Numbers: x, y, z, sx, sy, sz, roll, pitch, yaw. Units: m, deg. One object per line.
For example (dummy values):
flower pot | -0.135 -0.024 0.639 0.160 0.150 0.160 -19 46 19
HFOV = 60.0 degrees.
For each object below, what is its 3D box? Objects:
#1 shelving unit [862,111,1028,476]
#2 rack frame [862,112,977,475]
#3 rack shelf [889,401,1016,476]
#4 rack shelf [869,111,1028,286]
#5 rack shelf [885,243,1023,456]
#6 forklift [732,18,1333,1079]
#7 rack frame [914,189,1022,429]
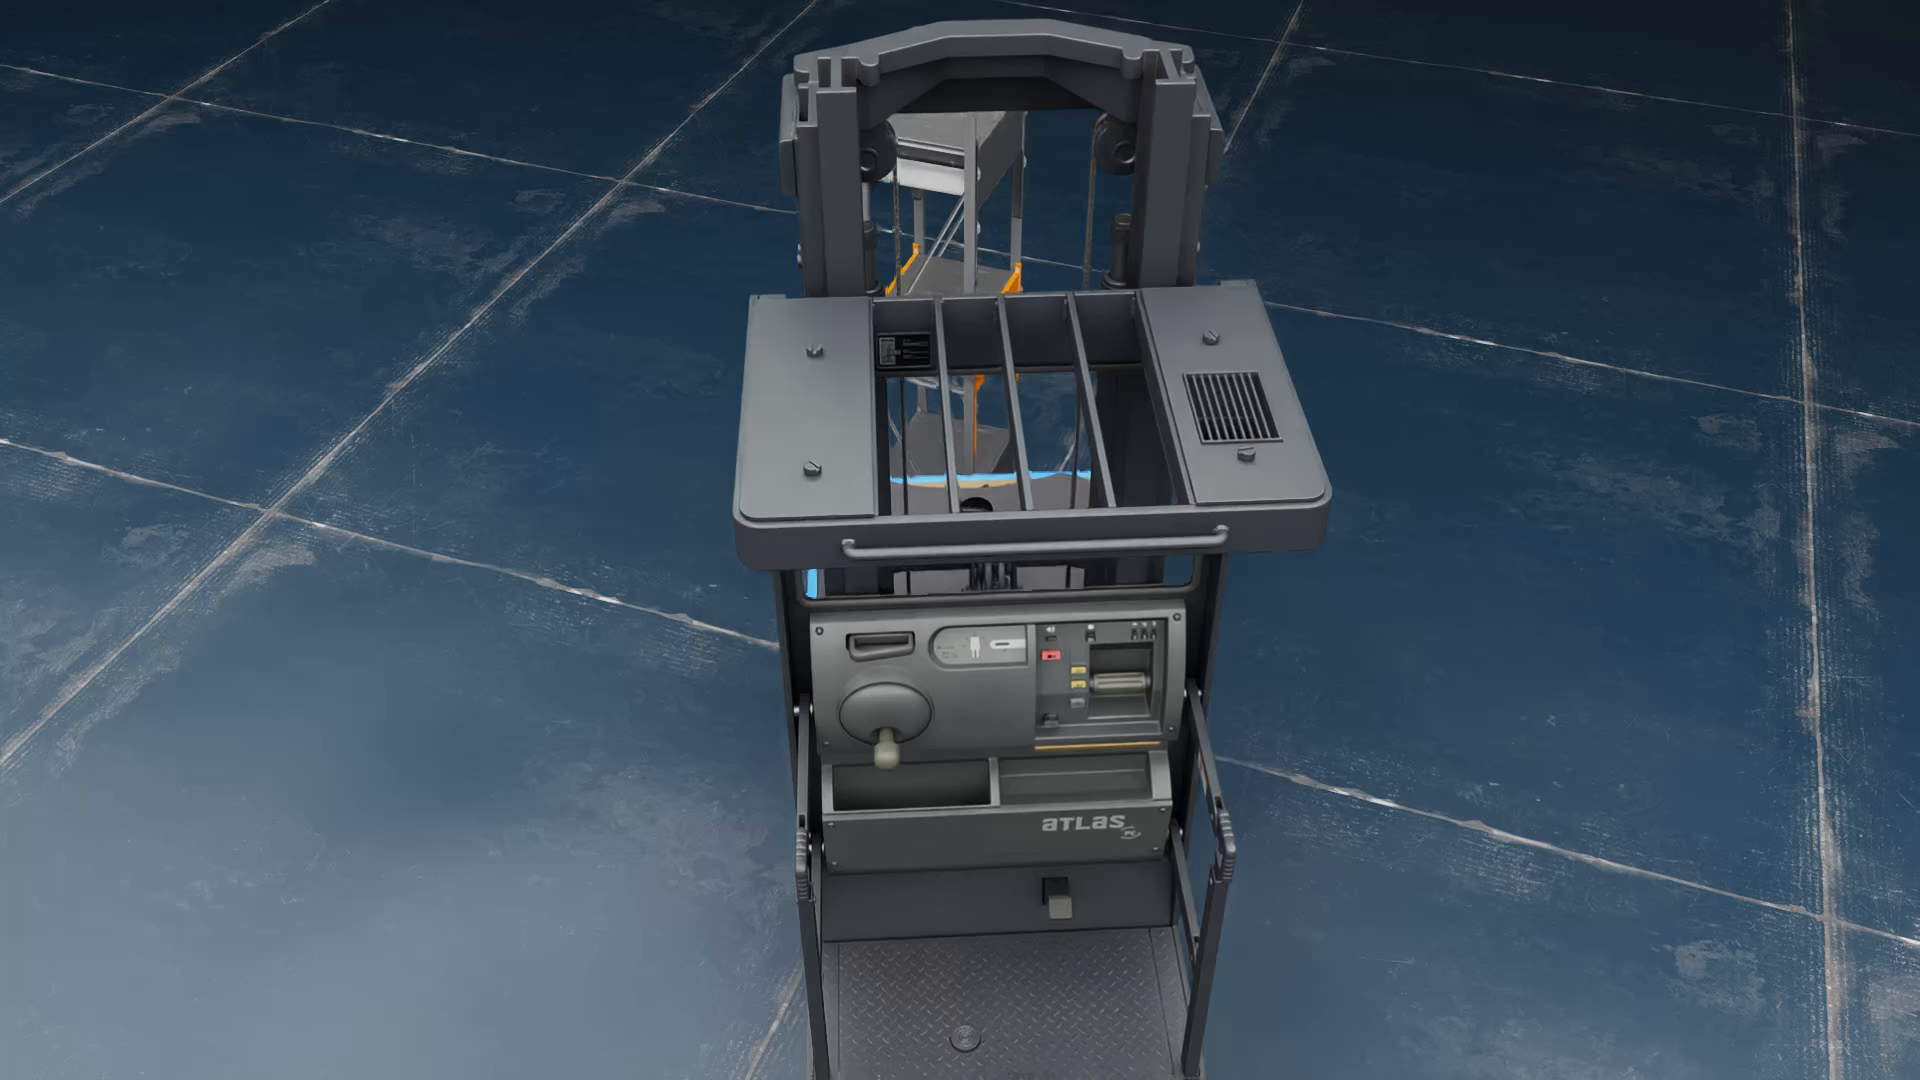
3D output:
shelving unit | -0.057 -0.698 5.950 0.431 2.100 0.503 13 42 15
rack frame | -0.140 -0.549 5.776 0.400 2.100 0.015 13 42 15
rack shelf | -0.057 -0.155 6.413 0.431 0.518 0.480 13 42 15
rack shelf | -0.057 -1.220 5.505 0.431 0.518 0.480 13 42 15
rack shelf | -0.057 -0.687 5.959 0.431 0.518 0.480 13 42 15
forklift | 0.112 0.439 3.977 1.130 2.935 3.031 -2 41 -2
rack frame | 0.027 -0.847 6.125 0.400 2.100 0.015 13 42 15
